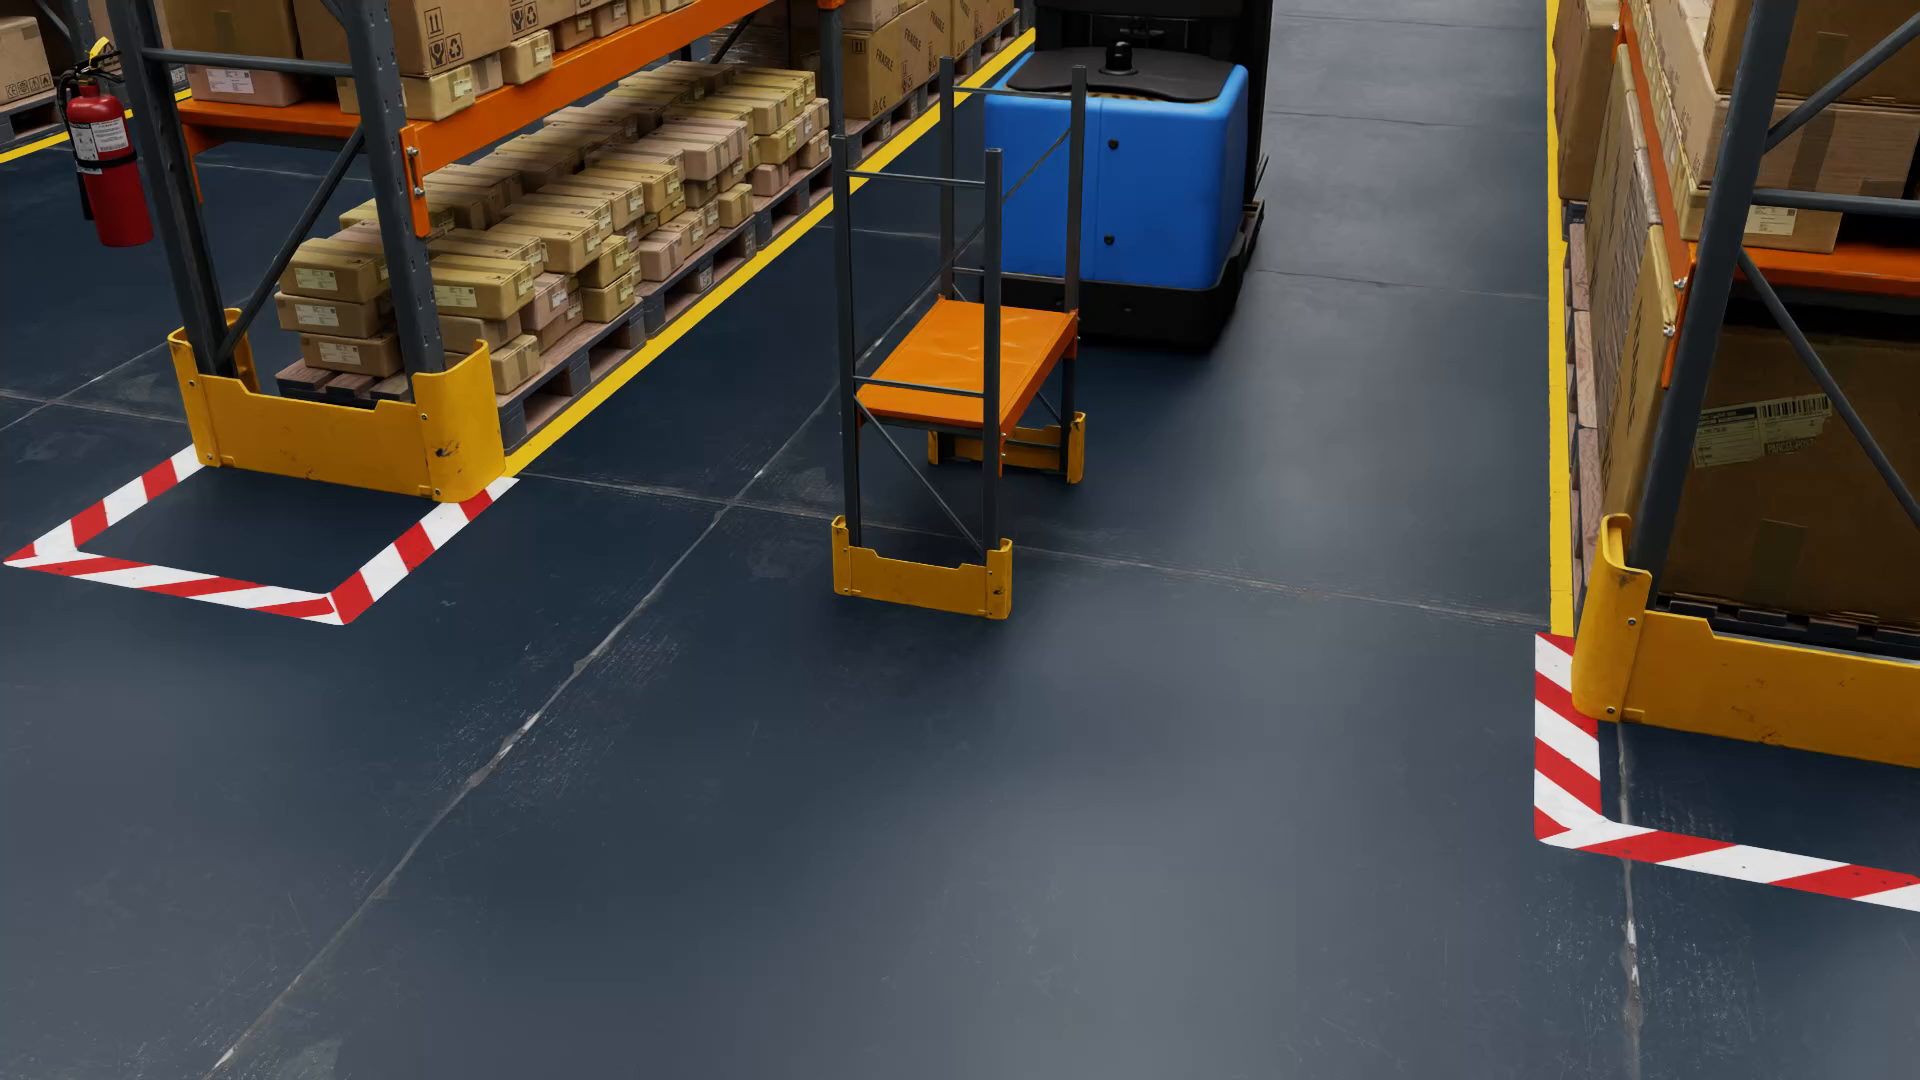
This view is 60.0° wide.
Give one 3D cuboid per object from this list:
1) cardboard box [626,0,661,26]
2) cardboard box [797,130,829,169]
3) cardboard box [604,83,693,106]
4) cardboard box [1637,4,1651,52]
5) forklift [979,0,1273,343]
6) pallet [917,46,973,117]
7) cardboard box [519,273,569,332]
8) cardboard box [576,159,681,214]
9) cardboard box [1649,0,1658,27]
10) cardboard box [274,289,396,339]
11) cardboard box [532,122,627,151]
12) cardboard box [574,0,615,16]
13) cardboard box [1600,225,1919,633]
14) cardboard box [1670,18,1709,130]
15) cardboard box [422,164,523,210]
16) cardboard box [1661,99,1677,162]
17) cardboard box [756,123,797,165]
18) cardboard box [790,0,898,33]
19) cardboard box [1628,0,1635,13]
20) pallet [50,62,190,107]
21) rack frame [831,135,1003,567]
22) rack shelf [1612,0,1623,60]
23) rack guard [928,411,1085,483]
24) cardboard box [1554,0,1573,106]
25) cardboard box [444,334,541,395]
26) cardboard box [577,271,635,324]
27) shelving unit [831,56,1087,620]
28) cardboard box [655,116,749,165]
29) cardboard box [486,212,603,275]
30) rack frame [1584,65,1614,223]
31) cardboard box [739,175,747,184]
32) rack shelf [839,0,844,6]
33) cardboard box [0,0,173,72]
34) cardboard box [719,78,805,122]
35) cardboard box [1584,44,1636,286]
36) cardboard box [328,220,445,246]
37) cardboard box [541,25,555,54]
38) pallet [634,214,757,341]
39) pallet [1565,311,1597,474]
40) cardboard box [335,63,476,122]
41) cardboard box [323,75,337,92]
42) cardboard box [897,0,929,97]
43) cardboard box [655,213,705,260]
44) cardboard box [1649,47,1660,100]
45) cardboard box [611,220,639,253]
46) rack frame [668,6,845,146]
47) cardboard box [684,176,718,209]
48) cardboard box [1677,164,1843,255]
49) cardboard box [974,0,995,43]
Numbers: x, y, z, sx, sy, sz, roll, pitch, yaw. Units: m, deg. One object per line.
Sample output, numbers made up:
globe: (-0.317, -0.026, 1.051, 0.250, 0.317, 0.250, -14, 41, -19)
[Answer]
cardboard box: (-1.497, -2.289, 7.037, 0.380, 0.149, 0.250, 10, 30, 17)
cardboard box: (-0.930, -2.128, 8.990, 0.380, 0.149, 0.250, 9, 30, 16)
cardboard box: (-1.604, -2.244, 8.587, 0.380, 0.149, 0.250, 8, 30, 14)
cardboard box: (2.862, -1.981, 6.483, 0.380, 0.149, 0.250, 8, 30, 14)
forklift: (0.956, -2.825, 7.813, 1.130, 2.935, 3.031, 7, 30, 13)
pallet: (-0.557, -3.133, 11.166, 1.003, 0.211, 1.213, 8, 30, 15)
cardboard box: (-1.781, -0.956, 6.578, 0.380, 0.149, 0.250, 8, 30, 15)
cardboard box: (-1.469, -1.569, 7.374, 0.380, 0.149, 0.250, 9, 30, 16)
cardboard box: (2.886, -2.078, 6.248, 0.500, 0.250, 0.500, 9, 30, 16)
cardboard box: (-2.433, -0.916, 6.506, 0.380, 0.149, 0.250, 8, 30, 14)
cardboard box: (-1.813, -1.875, 7.923, 0.380, 0.149, 0.250, 7, 30, 13)
cardboard box: (-1.630, -2.383, 6.540, 0.500, 0.500, 0.500, 9, 30, 16)
cardboard box: (2.509, -0.371, 5.086, 0.875, 0.875, 0.875, 8, 30, 15)
cardboard box: (2.435, -1.371, 4.977, 0.500, 0.250, 0.500, 8, 30, 14)
cardboard box: (-2.156, -1.533, 7.309, 0.380, 0.149, 0.250, 10, 31, 17)
cardboard box: (2.411, -1.264, 5.195, 0.380, 0.149, 0.250, 9, 30, 16)
cardboard box: (-1.058, -2.043, 8.531, 0.380, 0.149, 0.250, 7, 30, 13)
cardboard box: (-0.671, -3.146, 9.687, 0.500, 0.250, 0.500, 7, 30, 13)
cardboard box: (3.089, -2.345, 7.138, 0.380, 0.149, 0.250, 7, 30, 13)
pallet: (-5.748, -3.231, 11.342, 1.003, 0.211, 1.213, 8, 30, 15)
rack frame: (-0.124, -0.459, 5.032, 0.500, 1.500, 0.032, 8, 30, 15)
rack shelf: (4.158, -3.282, 9.303, 1.077, 0.370, 4.000, 8, 30, 15)
rack guard: (0.169, -0.376, 6.169, 0.587, 0.250, 0.087, 8, 30, 15)
cardboard box: (4.254, -3.049, 9.900, 1.225, 0.875, 0.875, 9, 30, 15)
cardboard box: (-1.855, -0.698, 6.419, 0.380, 0.149, 0.250, 9, 30, 16)
cardboard box: (-1.610, -1.051, 7.054, 0.380, 0.149, 0.250, 9, 30, 15)
shelving unit: (0.022, -0.691, 5.449, 0.587, 1.500, 1.083, 8, 30, 15)
cardboard box: (-1.241, -1.927, 8.017, 0.380, 0.149, 0.250, 7, 30, 12)
cardboard box: (-1.674, -1.199, 6.708, 0.380, 0.149, 0.250, 8, 30, 15)
rack frame: (3.571, -2.666, 7.458, 1.000, 3.000, 0.127, 8, 30, 15)
cardboard box: (-1.295, -1.782, 8.369, 0.380, 0.149, 0.250, 8, 30, 14)
rack shelf: (-0.553, -4.036, 10.660, 1.077, 0.370, 4.000, 8, 30, 15)
cardboard box: (-5.797, -3.635, 10.953, 0.875, 0.875, 0.875, 9, 30, 16)
cardboard box: (-1.033, -2.292, 8.673, 0.380, 0.149, 0.250, 9, 30, 15)
cardboard box: (3.301, -1.626, 7.341, 0.875, 0.875, 0.875, 8, 30, 15)
cardboard box: (-2.273, -1.151, 6.622, 0.380, 0.149, 0.250, 9, 30, 16)
cardboard box: (-1.796, -1.938, 6.406, 0.380, 0.149, 0.250, 10, 31, 17)
pallet: (-1.660, -1.317, 7.900, 1.003, 0.211, 1.213, 8, 30, 15)
pallet: (2.917, -0.537, 6.498, 1.003, 0.211, 1.213, 8, 30, 15)
cardboard box: (-1.906, -1.556, 5.720, 0.380, 0.149, 0.250, 8, 30, 14)
cardboard box: (-2.380, -1.755, 6.077, 0.380, 0.149, 0.250, 8, 30, 15)
cardboard box: (-0.516, -3.064, 10.312, 0.500, 0.500, 0.500, 10, 31, 17)
cardboard box: (-1.414, -1.419, 7.715, 0.380, 0.149, 0.250, 9, 30, 15)
cardboard box: (2.636, -1.621, 5.836, 0.380, 0.149, 0.250, 9, 30, 16)
cardboard box: (-1.628, -1.323, 7.237, 0.380, 0.149, 0.250, 7, 30, 12)
rack frame: (-1.141, -3.421, 8.814, 1.000, 3.000, 0.127, 8, 30, 15)
cardboard box: (-1.380, -1.697, 7.910, 0.380, 0.149, 0.250, 7, 30, 12)
cardboard box: (2.187, -0.910, 4.559, 0.380, 0.149, 0.250, 9, 30, 16)
cardboard box: (-0.066, -3.787, 11.612, 0.500, 0.500, 0.500, 10, 31, 17)
